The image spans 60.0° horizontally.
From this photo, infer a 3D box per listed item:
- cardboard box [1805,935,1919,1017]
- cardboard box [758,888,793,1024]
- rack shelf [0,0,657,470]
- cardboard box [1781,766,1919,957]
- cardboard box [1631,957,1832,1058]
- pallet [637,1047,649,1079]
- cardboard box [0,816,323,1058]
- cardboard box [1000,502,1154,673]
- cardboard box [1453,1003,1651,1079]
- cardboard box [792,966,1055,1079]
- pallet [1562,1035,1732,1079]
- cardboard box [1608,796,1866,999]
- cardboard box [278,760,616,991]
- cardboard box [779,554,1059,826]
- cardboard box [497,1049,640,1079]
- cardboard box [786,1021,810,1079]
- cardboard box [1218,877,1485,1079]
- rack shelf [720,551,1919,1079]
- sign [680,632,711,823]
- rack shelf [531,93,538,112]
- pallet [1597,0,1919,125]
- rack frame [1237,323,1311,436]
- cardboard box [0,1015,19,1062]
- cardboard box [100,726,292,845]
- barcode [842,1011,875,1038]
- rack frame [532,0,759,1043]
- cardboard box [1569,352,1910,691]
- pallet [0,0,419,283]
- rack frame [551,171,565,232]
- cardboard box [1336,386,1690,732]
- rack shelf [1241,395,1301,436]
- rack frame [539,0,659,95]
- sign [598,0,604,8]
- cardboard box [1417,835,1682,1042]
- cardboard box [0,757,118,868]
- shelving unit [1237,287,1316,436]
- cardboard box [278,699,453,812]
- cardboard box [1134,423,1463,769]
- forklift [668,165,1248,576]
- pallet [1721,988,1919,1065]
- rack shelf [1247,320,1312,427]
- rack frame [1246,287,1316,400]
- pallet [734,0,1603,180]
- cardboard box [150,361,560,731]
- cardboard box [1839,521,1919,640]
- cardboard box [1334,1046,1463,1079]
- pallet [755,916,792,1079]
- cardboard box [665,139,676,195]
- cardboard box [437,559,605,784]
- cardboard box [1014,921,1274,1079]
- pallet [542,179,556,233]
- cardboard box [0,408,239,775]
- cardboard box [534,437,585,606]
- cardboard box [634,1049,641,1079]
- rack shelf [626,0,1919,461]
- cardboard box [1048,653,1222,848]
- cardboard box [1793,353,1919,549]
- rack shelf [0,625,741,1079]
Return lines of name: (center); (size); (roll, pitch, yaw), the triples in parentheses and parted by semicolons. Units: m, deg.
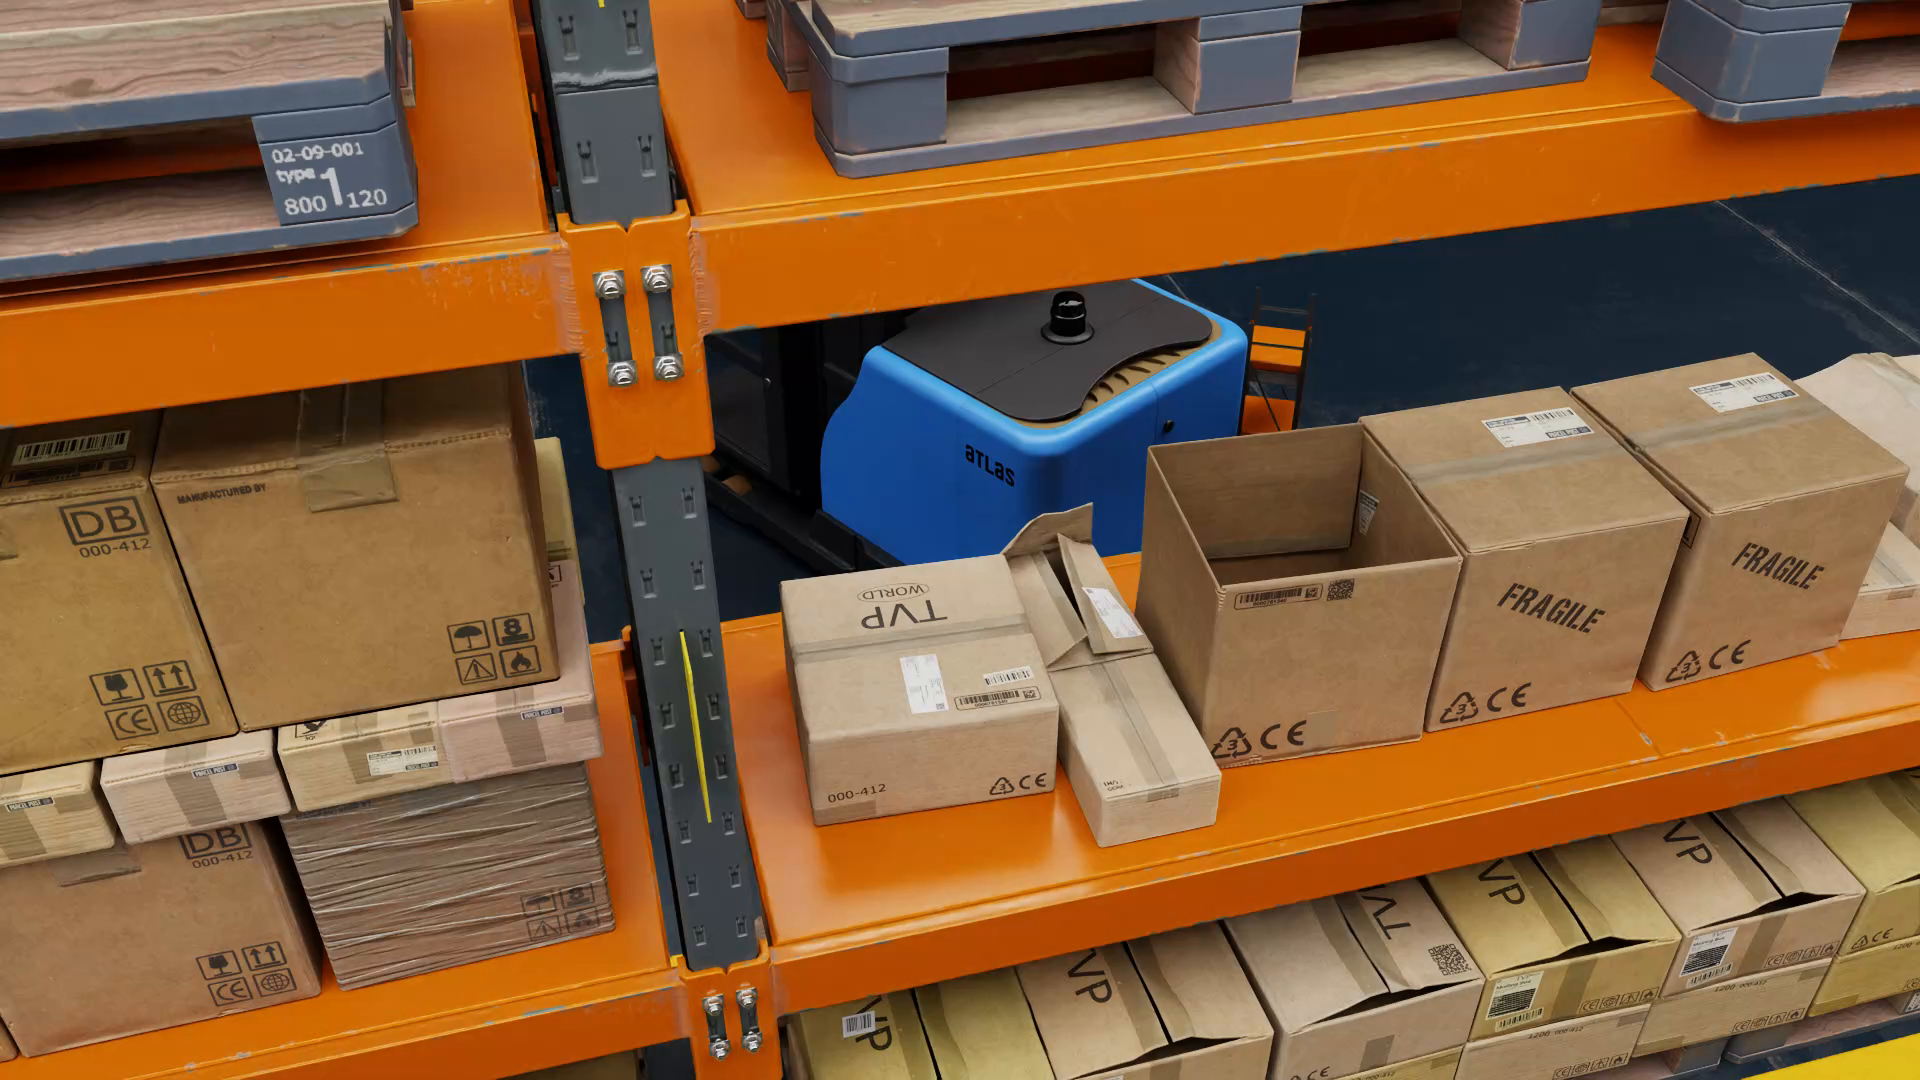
cardboard box: (2.359, 0.950, 4.457); (0.500, 0.250, 0.500); (-10, 38, -12)
cardboard box: (-0.236, 1.037, 4.343); (0.500, 0.250, 0.500); (-10, 38, -12)
rack shelf: (-2.492, -0.241, 2.220); (4.000, 0.370, 1.077); (-9, 38, -12)
cardboard box: (2.359, 0.730, 4.282); (0.500, 0.311, 0.500); (-10, 39, -13)
cardboard box: (1.873, 1.027, 4.355); (0.500, 0.250, 0.500); (-8, 38, -11)
pallet: (-1.340, 1.557, 4.041); (1.213, 0.211, 1.003); (-9, 38, -12)
cardboard box: (-1.495, 0.469, 3.085); (0.500, 0.500, 0.700); (-10, 38, -12)
cardboard box: (0.240, 0.154, 3.690); (0.258, 0.266, 0.396); (-10, 39, -13)
cardboard box: (1.377, 1.111, 4.247); (0.500, 0.250, 0.500); (-9, 38, -11)
cardboard box: (-0.097, 1.131, 3.759); (0.500, 0.311, 0.500); (-9, 38, -12)
pallet: (1.320, 1.120, 4.612); (1.213, 0.211, 1.003); (-9, 38, -12)
cardboard box: (1.871, 0.809, 4.180); (0.500, 0.311, 0.500); (-10, 38, -12)
cardboard box: (-0.988, 0.382, 3.199); (0.500, 0.500, 0.700); (-10, 39, -13)
cardboard box: (-0.097, 0.304, 3.508); (0.500, 0.250, 0.500); (-7, 38, -9)
cardboard box: (-0.952, 1.475, 3.771); (0.500, 0.250, 0.500); (-9, 38, -12)
cardboard box: (-0.107, 1.354, 3.928); (0.500, 0.250, 0.500); (-10, 39, -13)
cardboard box: (0.887, 0.972, 3.966); (0.500, 0.311, 0.500); (-11, 39, -13)
rack shelf: (1.370, 0.317, 3.959); (4.000, 0.370, 1.077); (-9, 38, -12)
sign: (-0.415, 0.298, 2.614); (0.005, 0.325, 0.100); (-9, 38, -12)
rack shelf: (-3.787, -1.955, 6.929); (4.000, 0.370, 1.077); (-9, 38, -12)
pallet: (1.590, -1.063, 2.858); (1.213, 0.211, 1.003); (-8, 38, -10)
rack frame: (1.046, -0.280, 5.752); (0.200, 1.050, 0.008); (8, 38, 11)
cardboard box: (-1.981, 0.547, 2.984); (0.500, 0.500, 0.700); (-9, 38, -11)
cardboard box: (-1.259, 0.300, 2.773); (0.250, 0.149, 0.380); (-10, 39, -13)
barcode: (-0.206, 0.988, 3.394); (0.075, 0.075, 0.001); (-9, 38, -12)
rack frame: (-0.561, 0.348, 3.327); (0.127, 3.000, 1.000); (-9, 38, -12)
cardboard box: (1.685, -0.050, 3.765); (0.500, 0.500, 0.500); (-11, 39, -14)
pallet: (-1.378, -0.658, 2.246); (1.213, 0.211, 1.003); (-9, 38, -12)
rack frame: (-1.856, -2.557, 7.124); (0.127, 3.000, 1.000); (-9, 38, -12)
cardboard box: (1.177, 0.033, 3.656); (0.500, 0.500, 0.500); (-9, 38, -12)
rack shelf: (1.074, -0.344, 5.853); (0.215, 0.259, 0.240); (8, 38, 11)
rack frame: (-0.561, -2.035, 1.504); (0.127, 3.000, 1.000); (-9, 38, -12)
sign: (-0.415, -0.755, 1.809); (0.005, 0.325, 0.100); (-9, 38, -12)
cardboard box: (1.387, 0.887, 4.078); (0.500, 0.311, 0.500); (-8, 38, -11)
cardboard box: (-1.513, 0.342, 2.718); (0.250, 0.149, 0.380); (-9, 38, -12)
shelving unit: (1.074, -0.352, 5.846); (0.215, 1.050, 0.252); (8, 38, 11)
cardboard box: (-1.007, 0.257, 2.829); (0.250, 0.149, 0.380); (-10, 39, -13)
cardboard box: (0.693, 0.112, 3.552); (0.500, 0.500, 0.500); (-7, 38, -9)
forklift: (-0.433, -1.437, 5.716); (1.130, 2.935, 3.031); (-30, 47, -33)
pallet: (2.496, 0.929, 4.862); (1.213, 0.211, 1.003); (-9, 38, -12)
rack shelf: (1.074, -0.569, 5.680); (0.215, 0.259, 0.240); (8, 38, 11)
rack frame: (1.102, -0.424, 5.941); (0.200, 1.050, 0.008); (8, 38, 11)
pallet: (0.287, -0.915, 2.666); (1.217, 0.209, 0.805); (-11, 39, -14)
cardboard box: (-0.988, -0.133, 2.805); (0.500, 0.500, 0.700); (-9, 38, -12)
cardboard box: (2.084, 0.049, 3.924); (0.250, 0.149, 0.380); (-7, 38, -9)
cardboard box: (0.886, 1.191, 4.142); (0.500, 0.250, 0.500); (-10, 39, -13)
pallet: (0.140, 1.316, 4.356); (1.213, 0.211, 1.003); (-9, 38, -12)
cardboard box: (-1.150, -1.866, 7.915); (0.500, 0.500, 0.700); (-8, 38, -10)
cardboard box: (-0.768, 0.219, 2.879); (0.250, 0.149, 0.380); (-9, 38, -12)
cardboard box: (0.387, 1.055, 3.858); (0.500, 0.311, 0.500); (-10, 38, -12)
pallet: (-2.495, -1.323, 7.805); (1.213, 0.211, 1.003); (-9, 38, -12)
cardboard box: (-1.475, -0.052, 2.700); (0.500, 0.500, 0.700); (-9, 38, -12)
cardboard box: (-0.871, -0.021, 3.192); (0.250, 0.149, 0.380); (-9, 38, -12)
cardboard box: (-1.088, 1.169, 4.171); (0.500, 0.250, 0.500); (-9, 38, -12)
rack shelf: (1.370, -0.875, 3.048); (4.000, 0.370, 1.077); (-9, 38, -12)
cardboard box: (0.348, 0.427, 3.430); (0.250, 0.149, 0.380); (-9, 38, -12)
cardboard box: (2.386, -0.222, 4.145); (0.500, 0.311, 0.500); (-10, 38, -12)
rack shelf: (-2.492, 0.950, 3.131); (4.000, 0.370, 1.077); (-9, 38, -12)
